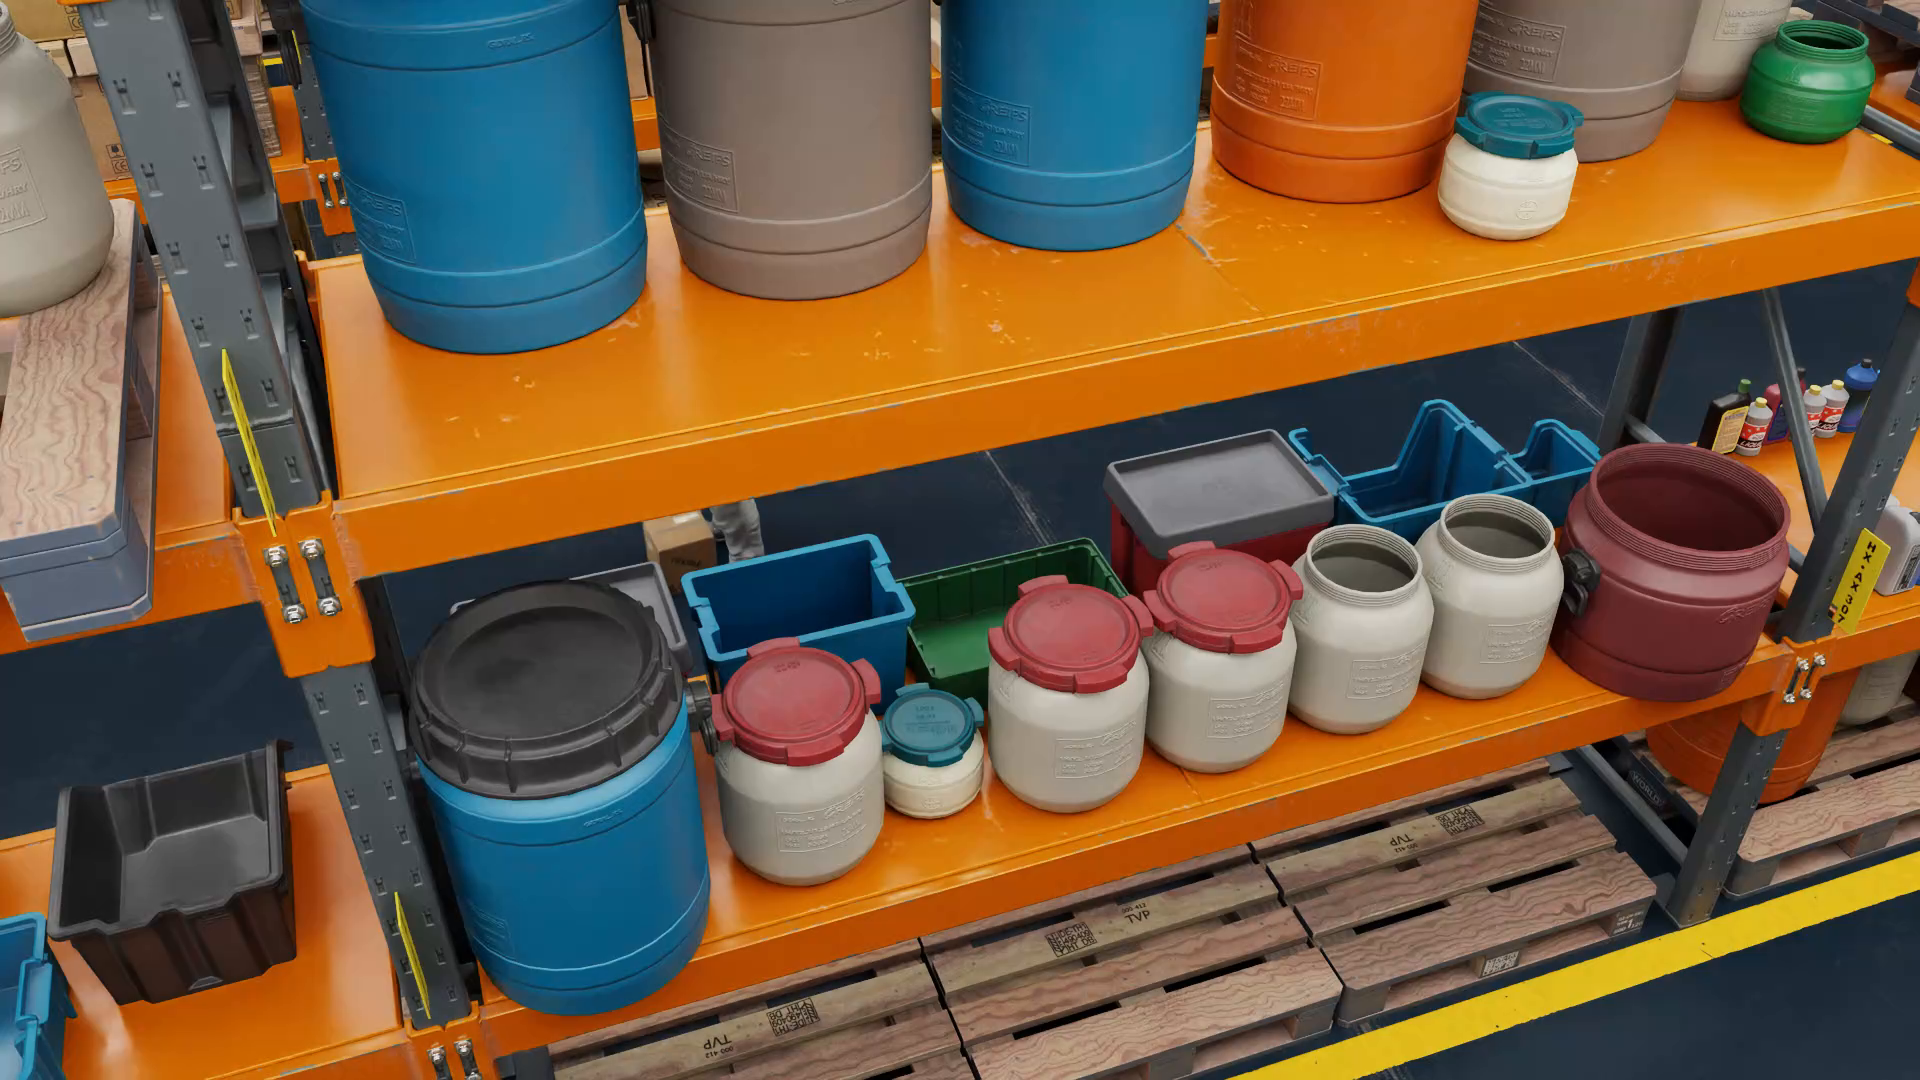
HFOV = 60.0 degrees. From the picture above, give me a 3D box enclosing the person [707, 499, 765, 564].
[{"bbox_3d":[-1.012,-0.562,6.868,0.466,1.665,0.542,-14,40,-17],"label":"person"}]
